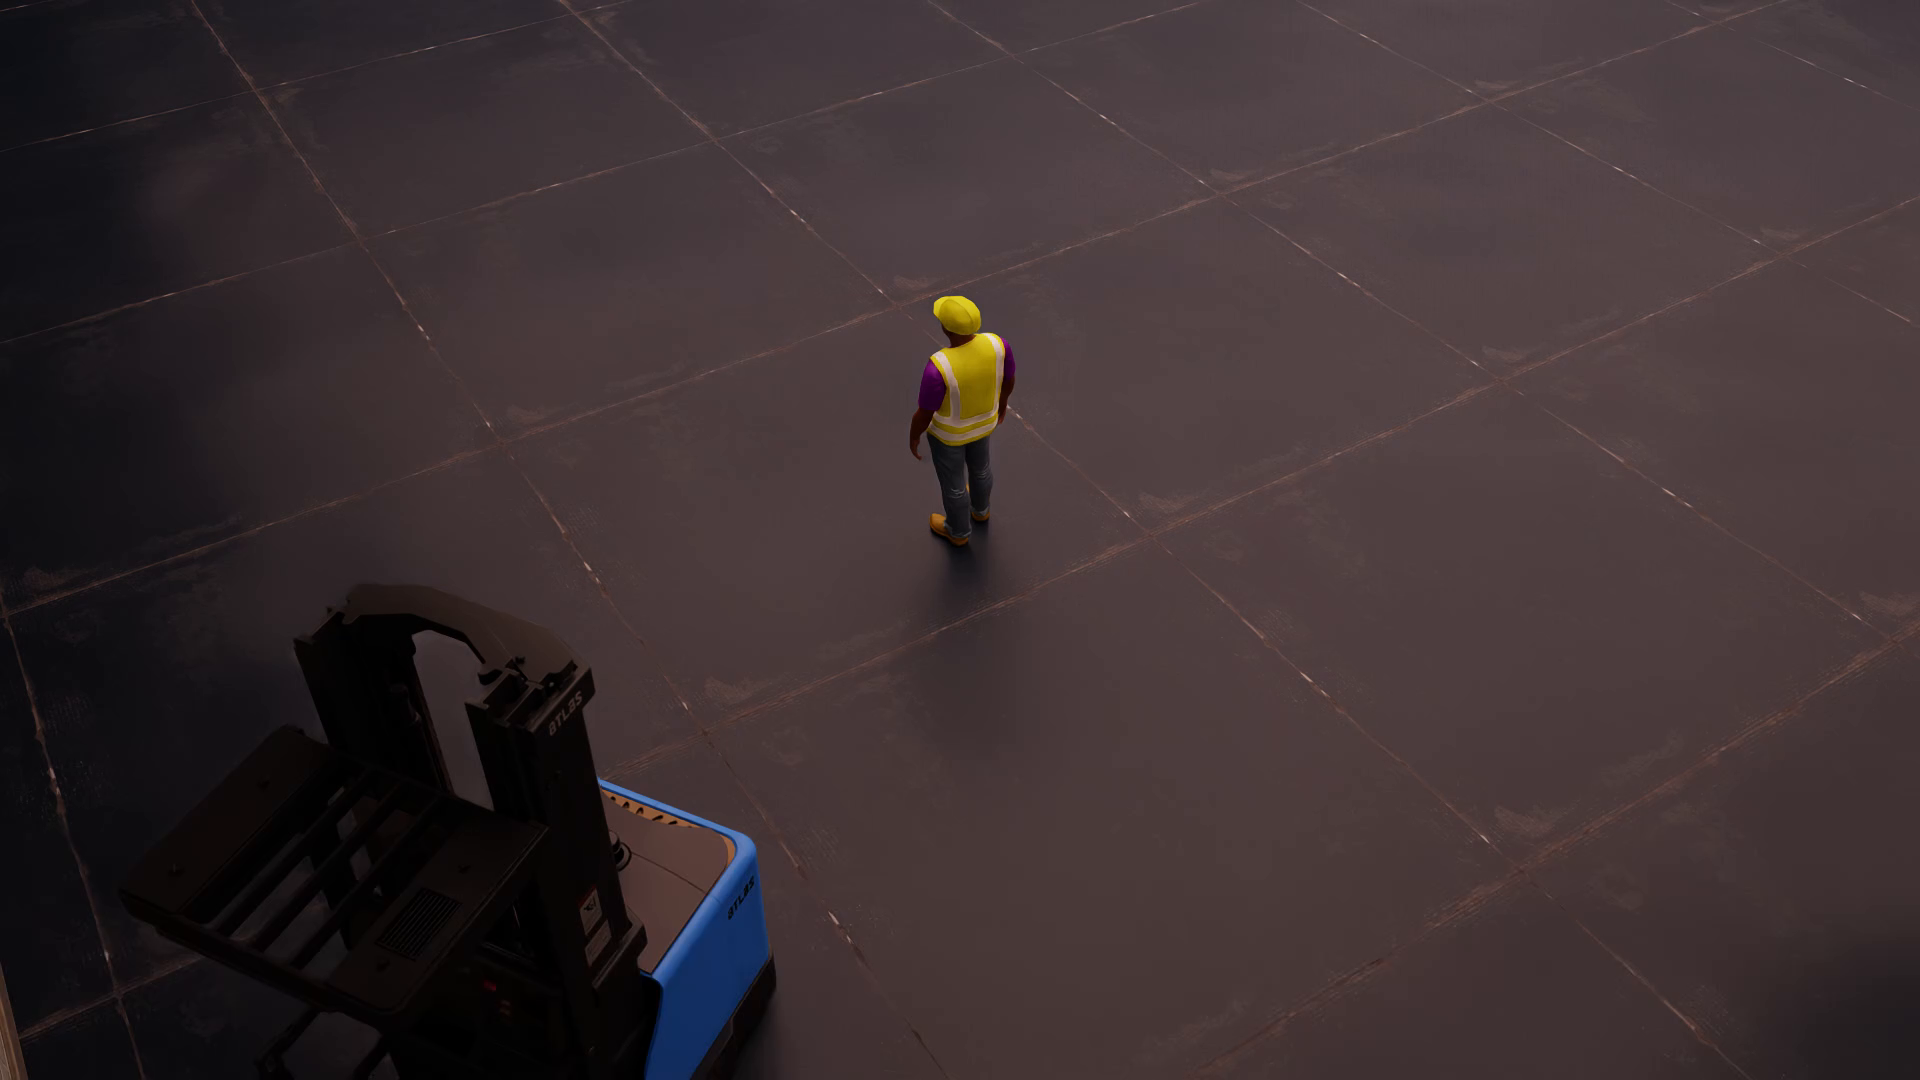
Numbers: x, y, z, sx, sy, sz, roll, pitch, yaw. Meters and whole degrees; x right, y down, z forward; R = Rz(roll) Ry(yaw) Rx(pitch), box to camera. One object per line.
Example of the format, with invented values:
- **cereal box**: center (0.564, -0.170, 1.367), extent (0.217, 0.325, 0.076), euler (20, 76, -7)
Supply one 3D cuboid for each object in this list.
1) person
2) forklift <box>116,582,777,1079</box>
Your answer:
- **person**: center (-0.034, -0.709, 9.561), extent (0.666, 1.761, 0.575), euler (-23, 46, -24)
- **forklift**: center (-1.921, 1.716, 5.907), extent (1.130, 2.935, 3.031), euler (17, 44, 18)
